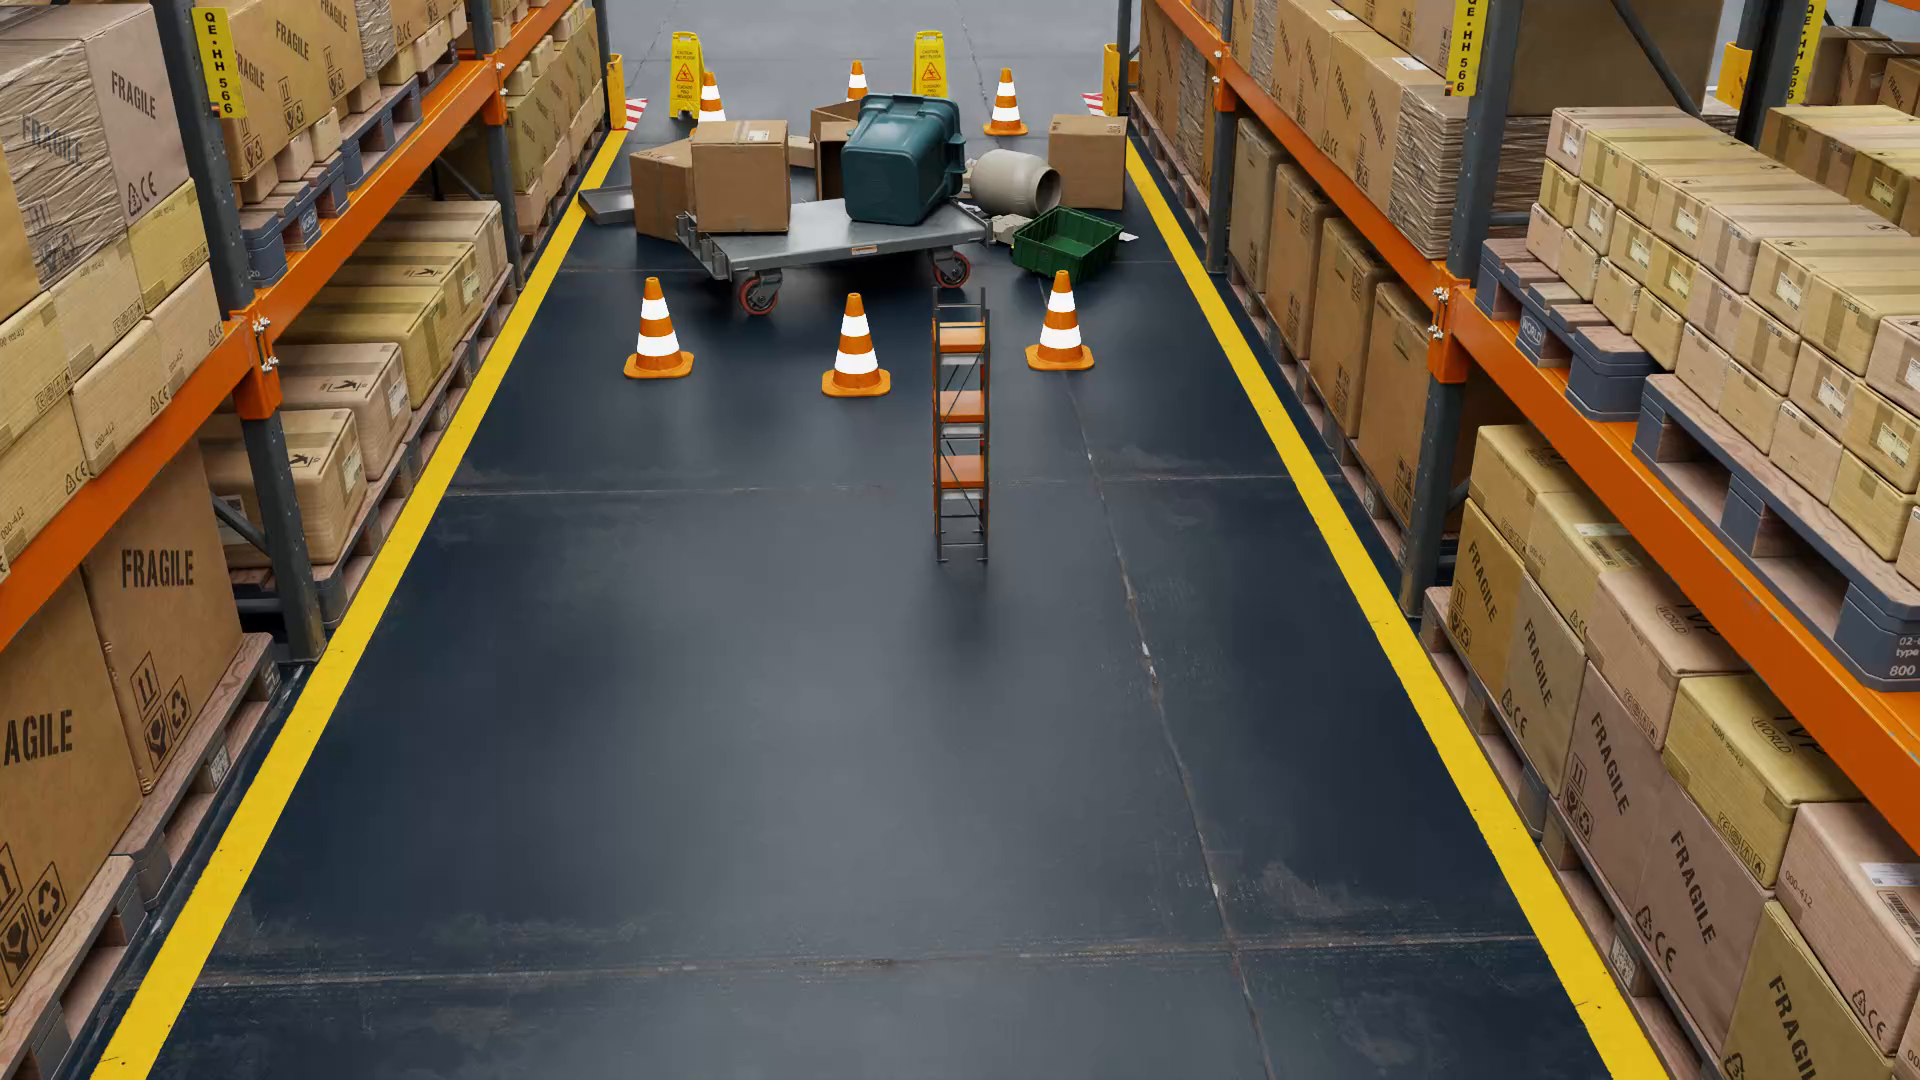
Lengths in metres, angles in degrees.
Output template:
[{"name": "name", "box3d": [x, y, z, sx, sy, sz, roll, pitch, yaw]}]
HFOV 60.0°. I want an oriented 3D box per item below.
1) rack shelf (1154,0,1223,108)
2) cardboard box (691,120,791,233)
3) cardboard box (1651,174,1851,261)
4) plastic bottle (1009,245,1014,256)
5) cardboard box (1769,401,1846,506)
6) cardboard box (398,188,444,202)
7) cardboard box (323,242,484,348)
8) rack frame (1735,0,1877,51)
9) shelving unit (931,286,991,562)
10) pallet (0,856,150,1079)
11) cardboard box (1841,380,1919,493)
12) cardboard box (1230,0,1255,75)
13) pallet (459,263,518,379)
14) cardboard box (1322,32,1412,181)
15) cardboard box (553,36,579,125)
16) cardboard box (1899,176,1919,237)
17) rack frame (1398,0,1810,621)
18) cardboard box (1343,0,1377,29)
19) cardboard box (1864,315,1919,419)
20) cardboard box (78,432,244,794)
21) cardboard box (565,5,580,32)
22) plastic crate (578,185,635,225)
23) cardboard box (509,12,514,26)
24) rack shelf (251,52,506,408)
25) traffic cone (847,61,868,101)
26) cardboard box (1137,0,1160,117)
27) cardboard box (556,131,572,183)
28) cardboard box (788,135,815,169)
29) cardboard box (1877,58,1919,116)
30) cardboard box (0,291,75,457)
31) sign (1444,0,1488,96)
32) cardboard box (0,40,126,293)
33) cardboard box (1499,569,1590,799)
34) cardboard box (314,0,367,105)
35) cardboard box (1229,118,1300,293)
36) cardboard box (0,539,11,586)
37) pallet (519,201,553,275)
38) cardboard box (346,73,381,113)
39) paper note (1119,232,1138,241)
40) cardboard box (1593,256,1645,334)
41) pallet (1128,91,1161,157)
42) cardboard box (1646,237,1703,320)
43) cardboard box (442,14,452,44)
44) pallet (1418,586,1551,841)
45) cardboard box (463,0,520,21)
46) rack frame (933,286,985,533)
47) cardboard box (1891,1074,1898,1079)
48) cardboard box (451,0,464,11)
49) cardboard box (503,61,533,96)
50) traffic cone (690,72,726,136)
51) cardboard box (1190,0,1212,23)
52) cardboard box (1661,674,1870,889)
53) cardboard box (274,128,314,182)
[{"name": "rack shelf", "box3d": [1.844, -3.523, 11.039, 1.077, 0.370, 4.000, -1, 28, -3]}, {"name": "cardboard box", "box3d": [-1.214, -2.036, 9.295, 0.500, 0.500, 0.500, -1, 28, -3]}, {"name": "cardboard box", "box3d": [2.026, -0.832, 4.275, 0.380, 0.149, 0.250, -3, 28, -5]}, {"name": "plastic bottle", "box3d": [0.427, -1.706, 9.956, 0.133, 0.061, 0.283, -17, 32, -29]}, {"name": "cardboard box", "box3d": [2.062, -0.202, 3.711, 0.380, 0.149, 0.250, -2, 28, -4]}, {"name": "cardboard box", "box3d": [-3.289, -1.986, 9.832, 0.500, 0.250, 0.500, 0, 28, 0]}, {"name": "cardboard box", "box3d": [-2.919, -1.199, 8.193, 0.950, 0.372, 0.625, 0, 28, 1]}, {"name": "rack frame", "box3d": [6.698, -4.838, 12.783, 1.000, 3.000, 0.127, -1, 28, -3]}, {"name": "shelving unit", "box3d": [0.003, -0.441, 6.460, 0.215, 1.050, 0.252, -1, 28, -3]}, {"name": "pallet", "box3d": [-2.754, 1.260, 4.107, 1.003, 0.211, 1.213, -1, 28, -3]}, {"name": "cardboard box", "box3d": [2.075, -0.218, 3.420, 0.380, 0.149, 0.250, -1, 28, -2]}, {"name": "cardboard box", "box3d": [1.707, -2.713, 8.600, 0.500, 0.500, 0.500, -1, 28, -2]}, {"name": "pallet", "box3d": [-2.948, -1.156, 8.738, 1.003, 0.211, 1.213, -1, 28, -3]}, {"name": "cardboard box", "box3d": [1.815, -1.778, 6.807, 0.500, 0.500, 0.500, -2, 28, -4]}, {"name": "cardboard box", "box3d": [-2.847, -3.061, 11.083, 0.500, 0.500, 0.500, -2, 28, -4]}, {"name": "cardboard box", "box3d": [2.683, -0.834, 4.280, 0.380, 0.149, 0.250, -1, 28, -1]}, {"name": "rack frame", "box3d": [2.157, -1.071, 5.560, 1.000, 3.000, 0.127, -1, 28, -3]}, {"name": "cardboard box", "box3d": [2.060, -2.473, 7.058, 0.700, 0.500, 0.500, -2, 28, -3]}, {"name": "cardboard box", "box3d": [2.083, -0.345, 3.342, 0.380, 0.149, 0.250, -3, 28, -5]}, {"name": "cardboard box", "box3d": [-2.828, 0.172, 5.020, 0.875, 0.875, 0.875, -2, 28, -3]}, {"name": "cardboard box", "box3d": [-2.800, -3.539, 11.298, 0.380, 0.149, 0.250, -1, 28, -2]}, {"name": "plastic crate", "box3d": [-2.253, -2.202, 10.886, 0.402, 0.080, 0.583, -11, 30, -20]}, {"name": "cardboard box", "box3d": [-2.795, -3.031, 9.590, 0.380, 0.149, 0.250, -2, 28, -3]}, {"name": "rack shelf", "box3d": [-2.885, -1.509, 7.178, 1.077, 0.370, 4.000, -1, 28, -3]}, {"name": "traffic cone", "box3d": [-0.797, -3.491, 12.942, 0.336, 0.463, 0.334, -1, 28, -3]}, {"name": "cardboard box", "box3d": [1.841, -3.698, 12.440, 0.875, 0.875, 0.875, -1, 28, -2]}, {"name": "cardboard box", "box3d": [-2.821, -2.489, 10.798, 0.500, 0.250, 0.500, -2, 28, -3]}, {"name": "cardboard box", "box3d": [-1.113, -2.779, 11.917, 0.380, 0.149, 0.250, 13, 30, 24]}, {"name": "cardboard box", "box3d": [6.793, -3.063, 11.628, 0.500, 0.500, 0.500, 1, 28, 2]}, {"name": "cardboard box", "box3d": [-2.424, -0.370, 3.837, 0.500, 0.250, 0.500, -2, 28, -4]}, {"name": "sign", "box3d": [1.603, -1.569, 5.263, 0.100, 0.325, 0.005, -1, 28, -3]}, {"name": "cardboard box", "box3d": [-2.458, -0.923, 4.087, 0.500, 0.500, 0.500, -1, 28, -2]}, {"name": "cardboard box", "box3d": [1.969, 0.416, 4.957, 0.500, 0.500, 0.500, -1, 28, -2]}, {"name": "cardboard box", "box3d": [-2.642, -1.966, 6.392, 0.500, 0.500, 0.500, -1, 28, -2]}, {"name": "cardboard box", "box3d": [2.070, -1.822, 8.979, 1.050, 0.750, 0.750, -2, 28, -3]}, {"name": "cardboard box", "box3d": [-2.388, 0.092, 3.491, 0.500, 0.250, 0.500, -2, 28, -3]}, {"name": "pallet", "box3d": [-3.060, -1.825, 10.021, 1.003, 0.211, 1.213, -1, 28, -3]}, {"name": "cardboard box", "box3d": [-2.648, -1.882, 6.932, 0.380, 0.149, 0.250, -1, 28, -1]}, {"name": "paper note", "box3d": [1.009, -1.891, 10.341, 0.147, 0.020, 0.142, -23, 35, -37]}, {"name": "cardboard box", "box3d": [2.007, -0.686, 4.639, 0.380, 0.149, 0.250, 0, 28, 0]}, {"name": "pallet", "box3d": [1.859, -3.162, 12.584, 1.003, 0.211, 1.213, -1, 28, -3]}, {"name": "cardboard box", "box3d": [2.029, -0.685, 4.315, 0.380, 0.149, 0.250, -1, 28, -2]}, {"name": "cardboard box", "box3d": [-2.691, -2.474, 8.066, 0.380, 0.149, 0.250, -2, 28, -4]}, {"name": "pallet", "box3d": [2.196, 0.526, 5.512, 1.003, 0.211, 1.213, -1, 28, -3]}, {"name": "cardboard box", "box3d": [-2.735, -3.138, 9.093, 0.500, 0.500, 0.500, -1, 28, -3]}, {"name": "rack frame", "box3d": [-0.004, -0.497, 6.568, 0.200, 1.050, 0.008, -1, 28, -3]}, {"name": "cardboard box", "box3d": [2.076, 1.363, 3.142, 0.500, 0.500, 0.500, -2, 28, -4]}, {"name": "cardboard box", "box3d": [-2.737, -2.907, 8.195, 0.500, 0.500, 0.500, -2, 28, -4]}, {"name": "cardboard box", "box3d": [-2.698, -2.677, 9.646, 0.380, 0.149, 0.250, -1, 28, -2]}, {"name": "traffic cone", "box3d": [-1.888, -3.307, 12.590, 0.336, 0.463, 0.334, -1, 28, -3]}, {"name": "cardboard box", "box3d": [1.866, -3.408, 9.879, 0.875, 0.550, 0.550, -1, 28, -3]}, {"name": "cardboard box", "box3d": [2.019, 0.547, 3.896, 0.500, 0.250, 0.500, -3, 28, -5]}, {"name": "cardboard box", "box3d": [-2.562, -1.393, 5.995, 0.380, 0.149, 0.250, -3, 28, -6]}]
